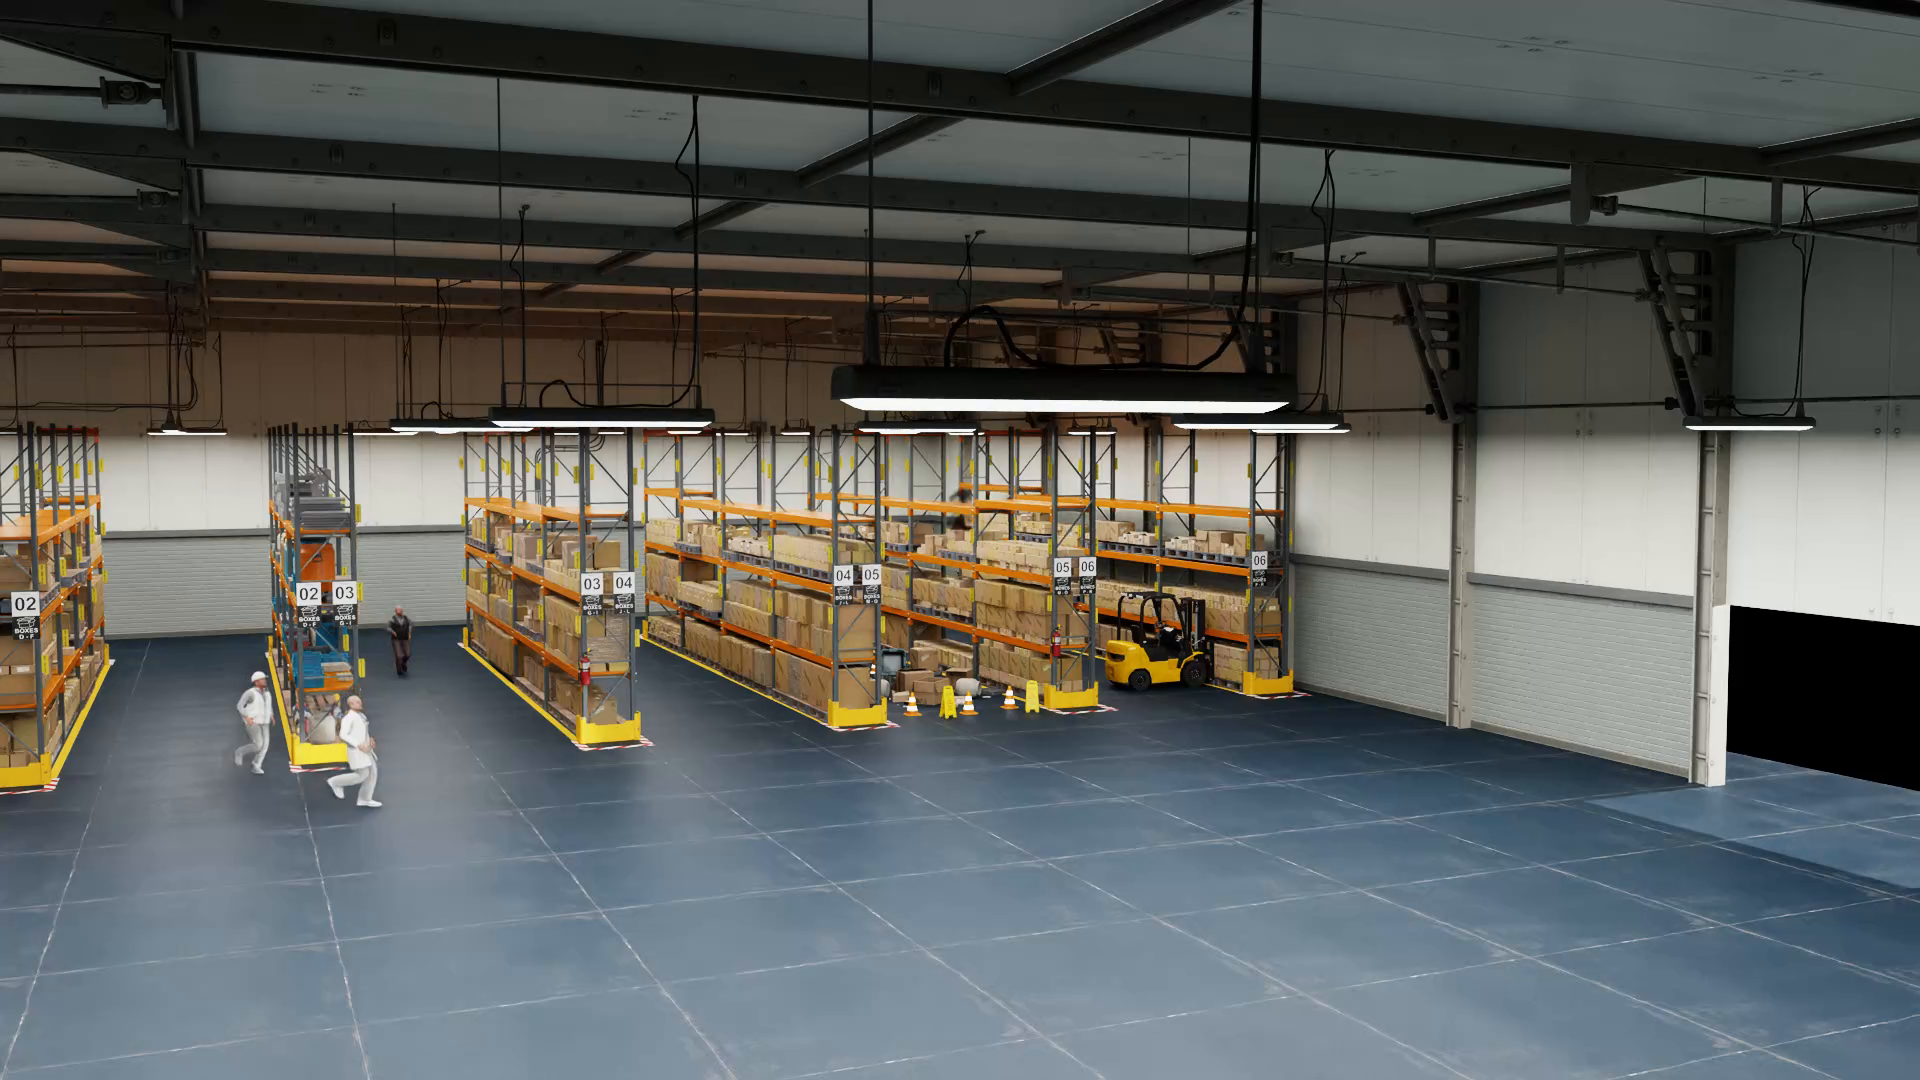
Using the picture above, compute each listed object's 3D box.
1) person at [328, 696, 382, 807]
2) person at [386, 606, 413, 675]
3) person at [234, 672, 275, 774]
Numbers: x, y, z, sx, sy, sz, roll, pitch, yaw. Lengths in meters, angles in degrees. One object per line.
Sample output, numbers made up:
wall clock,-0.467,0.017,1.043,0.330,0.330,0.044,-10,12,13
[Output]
person,-9.408,3.381,25.877,0.785,1.553,0.722,0,3,2
person,-13.512,2.426,40.189,0.653,1.674,0.594,-2,4,-31
person,-12.065,3.123,28.611,0.640,1.703,0.698,2,4,25
